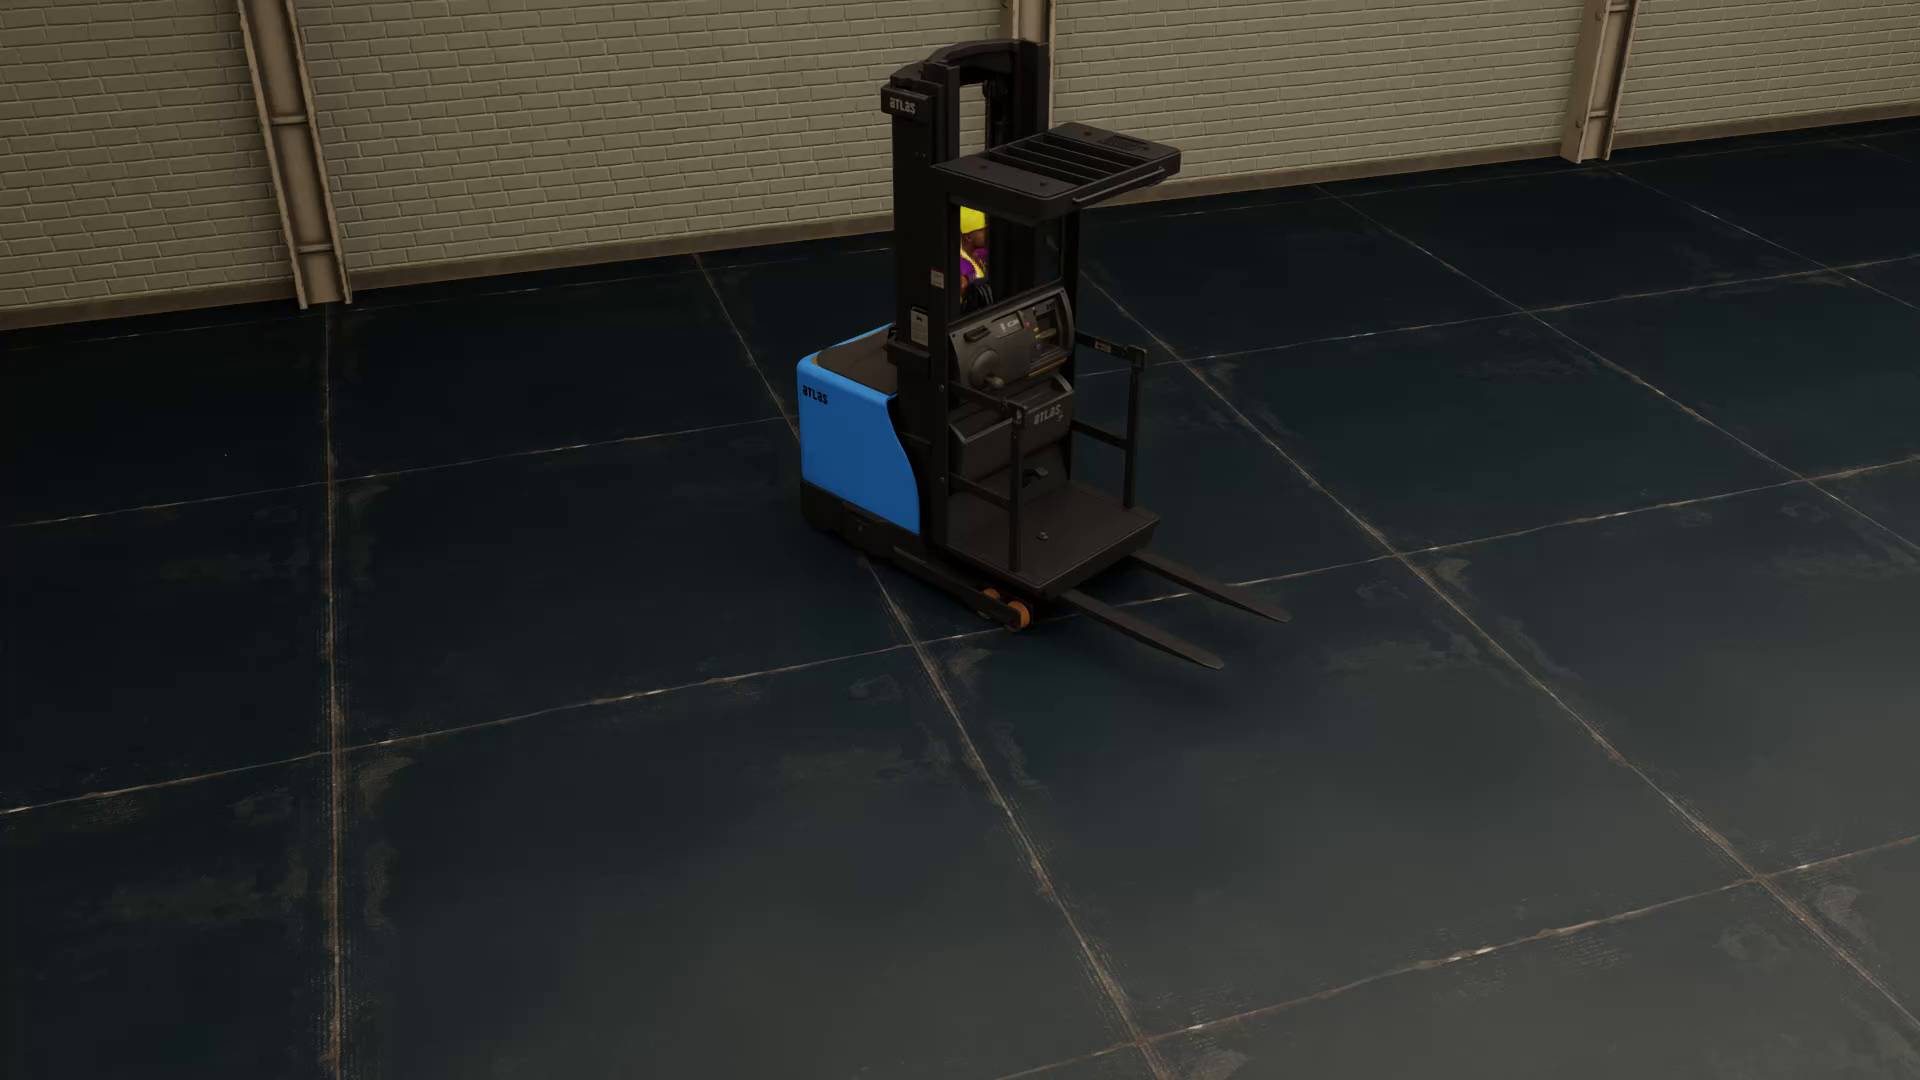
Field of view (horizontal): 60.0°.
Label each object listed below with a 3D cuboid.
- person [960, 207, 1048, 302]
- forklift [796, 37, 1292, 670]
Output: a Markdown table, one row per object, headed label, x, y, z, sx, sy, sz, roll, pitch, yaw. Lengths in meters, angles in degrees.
| label | x | y | z | sx | sy | sz | roll | pitch | yaw |
| --- | --- | --- | --- | --- | --- | --- | --- | --- | --- |
| person | 0.273 | -1.430 | 10.996 | 0.845 | 1.524 | 1.140 | -1 | 30 | -2 |
| forklift | 0.443 | -1.061 | 8.931 | 3.031 | 2.935 | 1.130 | 25 | 38 | 37 |
